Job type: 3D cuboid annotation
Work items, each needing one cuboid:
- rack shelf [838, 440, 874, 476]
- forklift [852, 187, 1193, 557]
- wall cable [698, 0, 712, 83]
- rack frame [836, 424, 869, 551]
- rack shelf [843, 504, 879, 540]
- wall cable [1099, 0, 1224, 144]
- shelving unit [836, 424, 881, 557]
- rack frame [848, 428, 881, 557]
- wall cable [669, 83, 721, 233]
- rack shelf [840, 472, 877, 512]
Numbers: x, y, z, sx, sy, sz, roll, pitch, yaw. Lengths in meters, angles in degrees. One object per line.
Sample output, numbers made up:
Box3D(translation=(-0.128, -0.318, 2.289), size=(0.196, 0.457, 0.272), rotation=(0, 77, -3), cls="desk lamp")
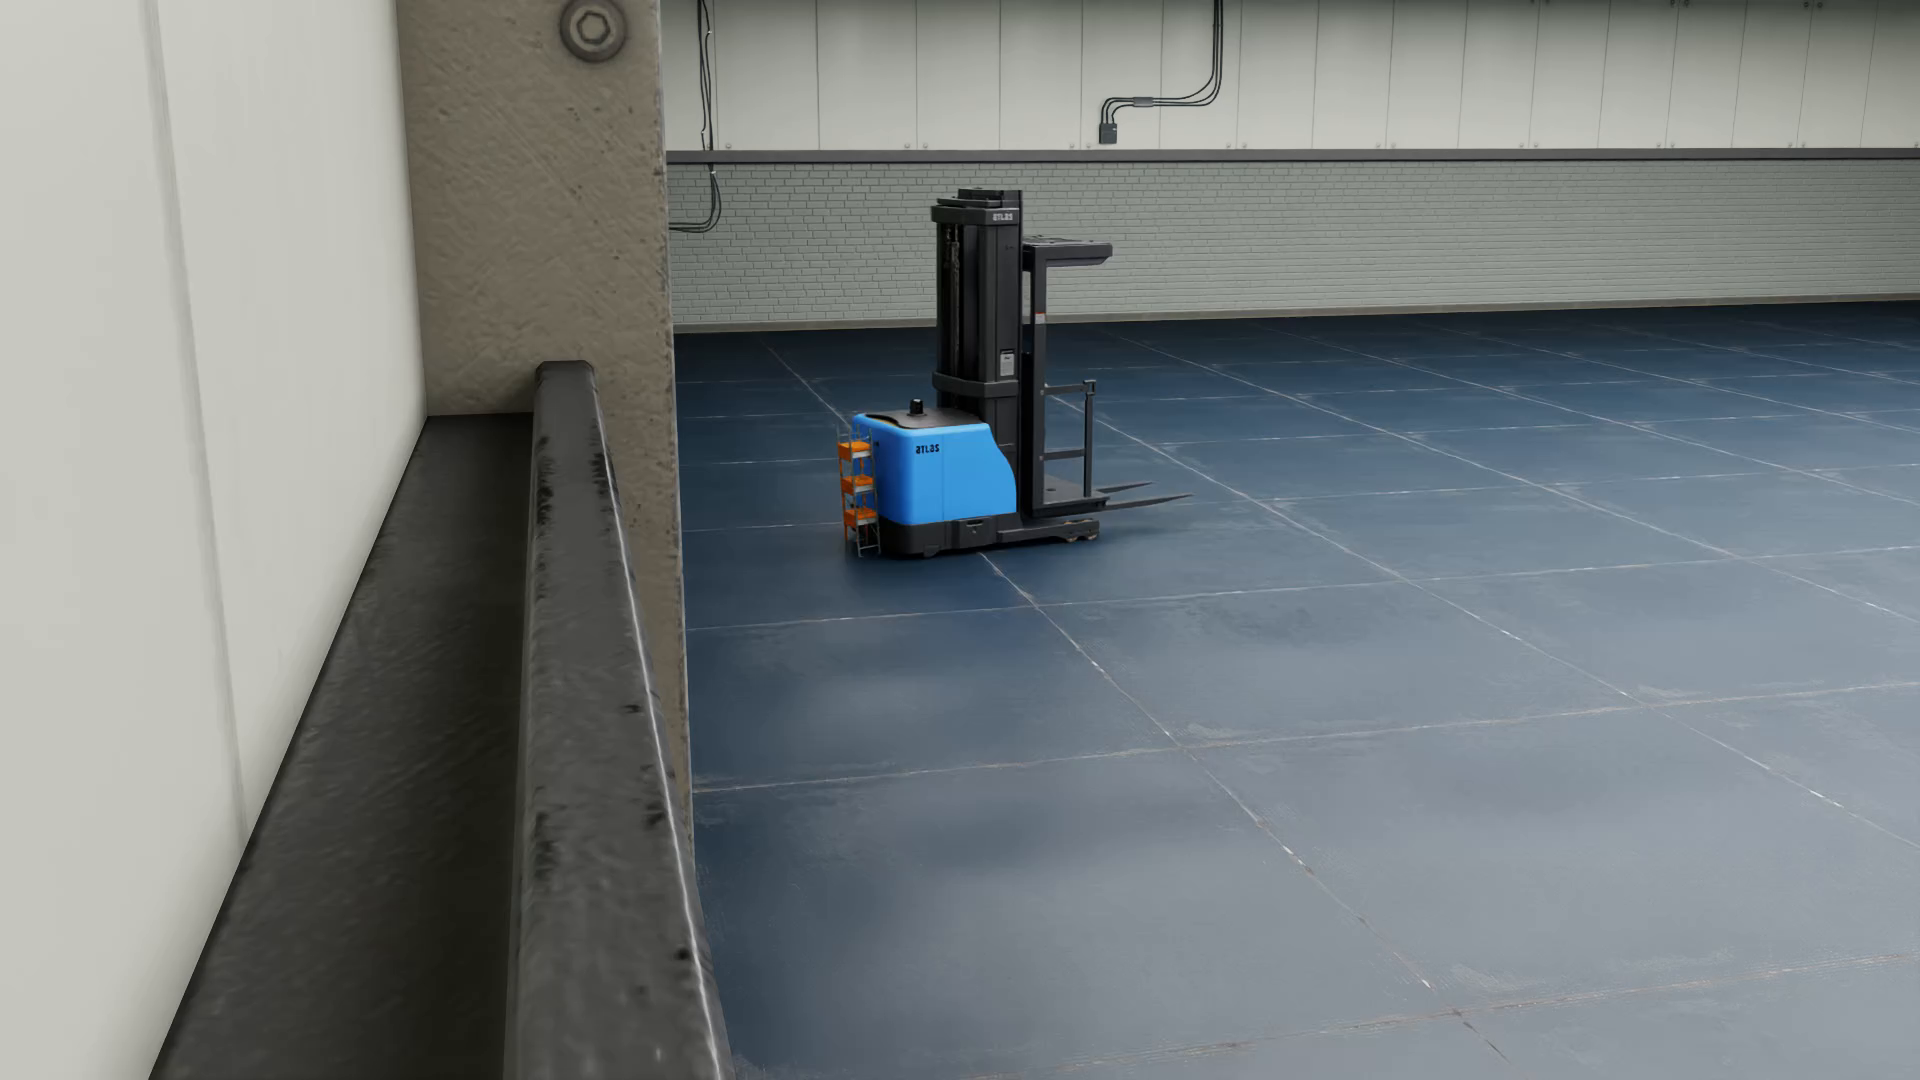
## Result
Box3D(translation=(-0.847, -0.669, 13.554), size=(0.215, 0.259, 0.240), rotation=(-11, 17, -26), cls="rack shelf")
Box3D(translation=(0.615, -1.514, 14.227), size=(3.031, 2.935, 1.130), rotation=(-8, 16, -28), cls="forklift")
Box3D(translation=(-2.967, -9.012, 28.030), size=(3.097, 2.526, 0.112), rotation=(-3, 14, -13), cls="wall cable")
Box3D(translation=(-0.886, -0.432, 13.732), size=(0.200, 1.050, 0.008), rotation=(-11, 17, -26), cls="rack frame")
Box3D(translation=(-0.813, -0.129, 13.704), size=(0.215, 0.259, 0.240), rotation=(-11, 17, -26), cls="rack shelf")
Box3D(translation=(3.635, -10.093, 29.391), size=(2.305, 6.003, 0.169), rotation=(-3, 14, -13), cls="wall cable")
Box3D(translation=(-0.830, -0.406, 13.627), size=(0.215, 1.050, 0.252), rotation=(-11, 17, -26), cls="shelving unit")
Box3D(translation=(-0.774, -0.381, 13.522), size=(0.200, 1.050, 0.008), rotation=(-11, 17, -26), cls="rack frame")
Box3D(translation=(-5.597, -6.407, 28.013), size=(3.097, 2.526, 0.112), rotation=(-3, 14, -13), cls="wall cable")
Box3D(translation=(-0.829, -0.396, 13.630), size=(0.215, 0.259, 0.240), rotation=(-11, 17, -26), cls="rack shelf")
